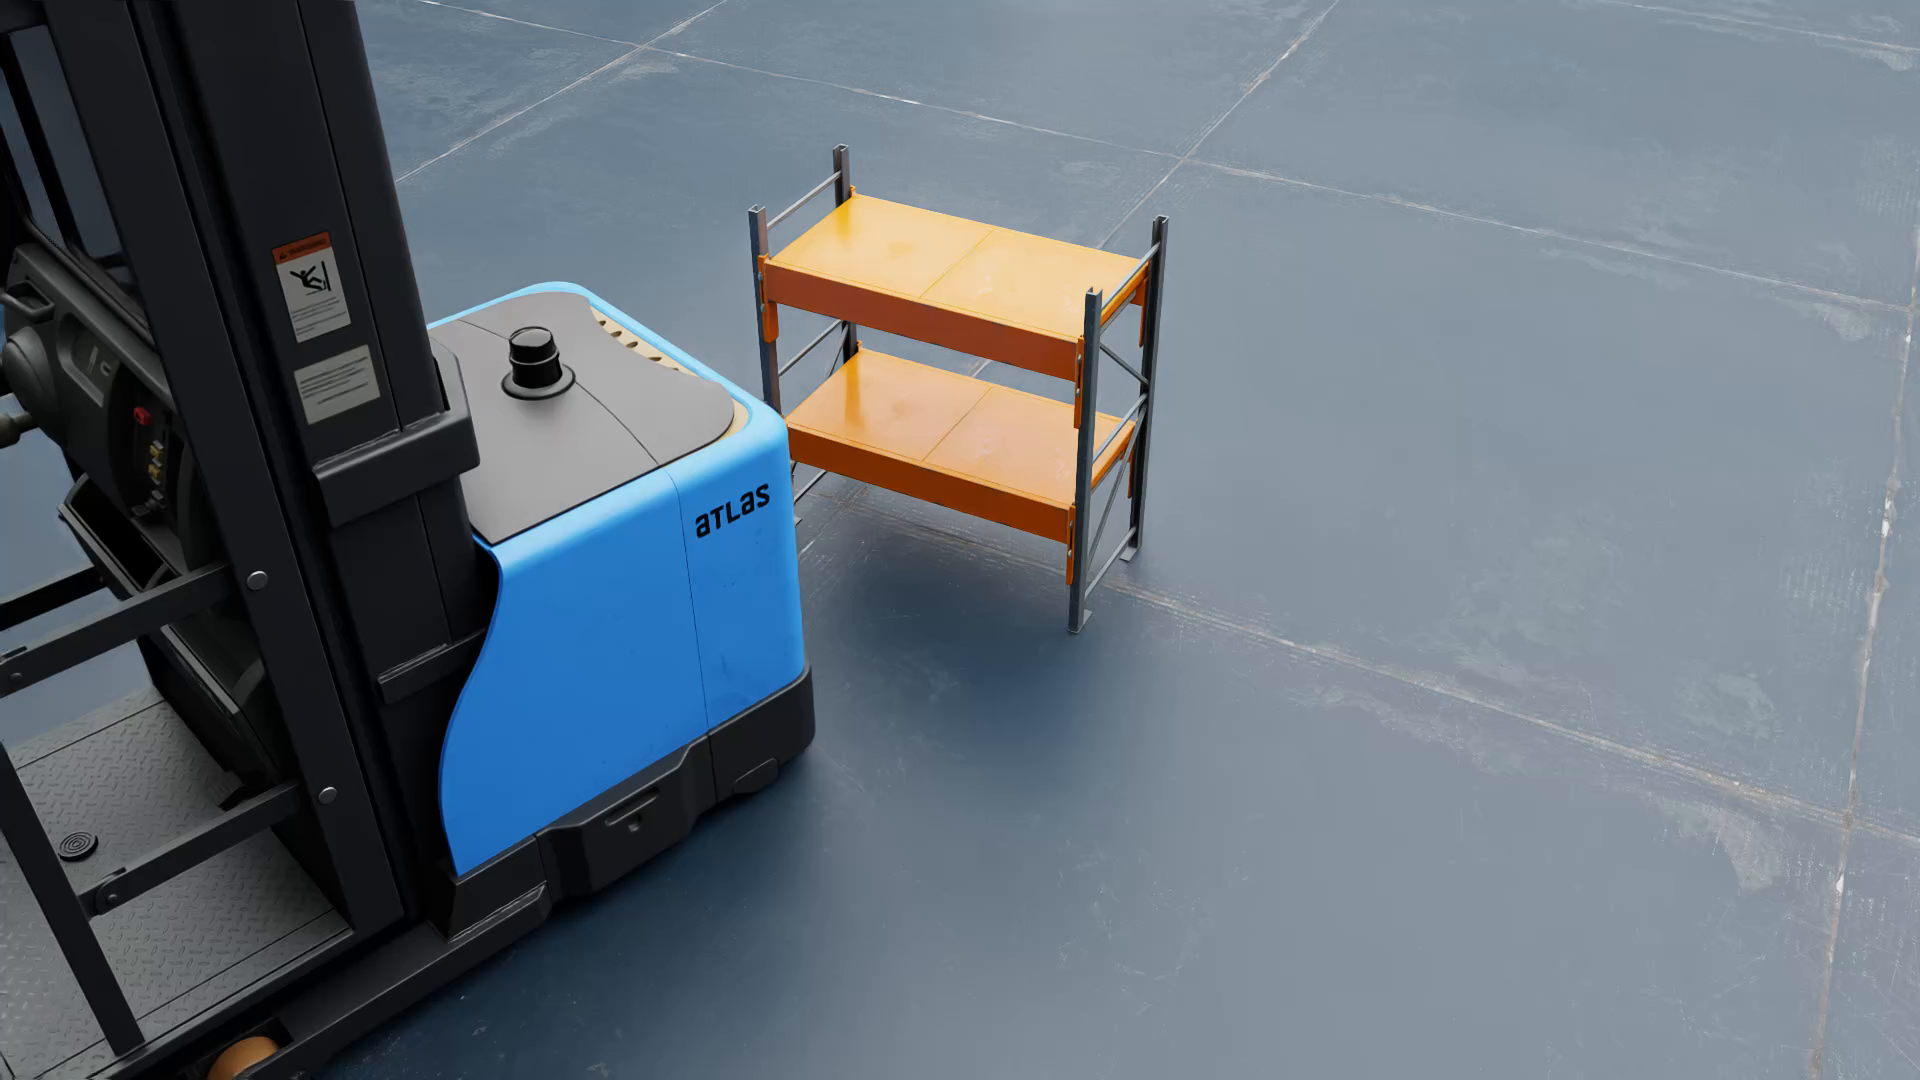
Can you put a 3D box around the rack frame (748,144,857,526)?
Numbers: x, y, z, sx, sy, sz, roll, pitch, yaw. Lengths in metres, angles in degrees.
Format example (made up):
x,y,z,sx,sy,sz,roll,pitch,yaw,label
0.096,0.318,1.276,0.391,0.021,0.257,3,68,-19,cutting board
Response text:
x,y,z,sx,sy,sz,roll,pitch,yaw,label
-0.457,-0.591,5.099,0.032,1.125,0.500,17,41,21,rack frame

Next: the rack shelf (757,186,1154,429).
x,y,z,sx,sy,sz,roll,pitch,yaw,label
-0.006,-0.683,4.735,1.000,0.278,0.538,17,41,21,rack shelf

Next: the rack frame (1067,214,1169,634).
x,y,z,sx,sy,sz,roll,pitch,yaw,label
0.445,-0.309,4.726,0.032,1.125,0.500,17,41,21,rack frame

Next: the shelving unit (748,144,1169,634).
x,y,z,sx,sy,sz,roll,pitch,yaw,label
-0.006,-0.450,4.912,1.048,1.125,0.538,17,41,21,shelving unit

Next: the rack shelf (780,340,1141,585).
x,y,z,sx,sy,sz,roll,pitch,yaw,label
-0.006,-0.255,5.060,1.000,0.278,0.538,17,41,21,rack shelf

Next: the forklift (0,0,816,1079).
x,y,z,sx,sy,sz,roll,pitch,yaw,label
-1.808,-0.200,3.090,3.031,2.935,1.130,-29,46,-33,forklift
